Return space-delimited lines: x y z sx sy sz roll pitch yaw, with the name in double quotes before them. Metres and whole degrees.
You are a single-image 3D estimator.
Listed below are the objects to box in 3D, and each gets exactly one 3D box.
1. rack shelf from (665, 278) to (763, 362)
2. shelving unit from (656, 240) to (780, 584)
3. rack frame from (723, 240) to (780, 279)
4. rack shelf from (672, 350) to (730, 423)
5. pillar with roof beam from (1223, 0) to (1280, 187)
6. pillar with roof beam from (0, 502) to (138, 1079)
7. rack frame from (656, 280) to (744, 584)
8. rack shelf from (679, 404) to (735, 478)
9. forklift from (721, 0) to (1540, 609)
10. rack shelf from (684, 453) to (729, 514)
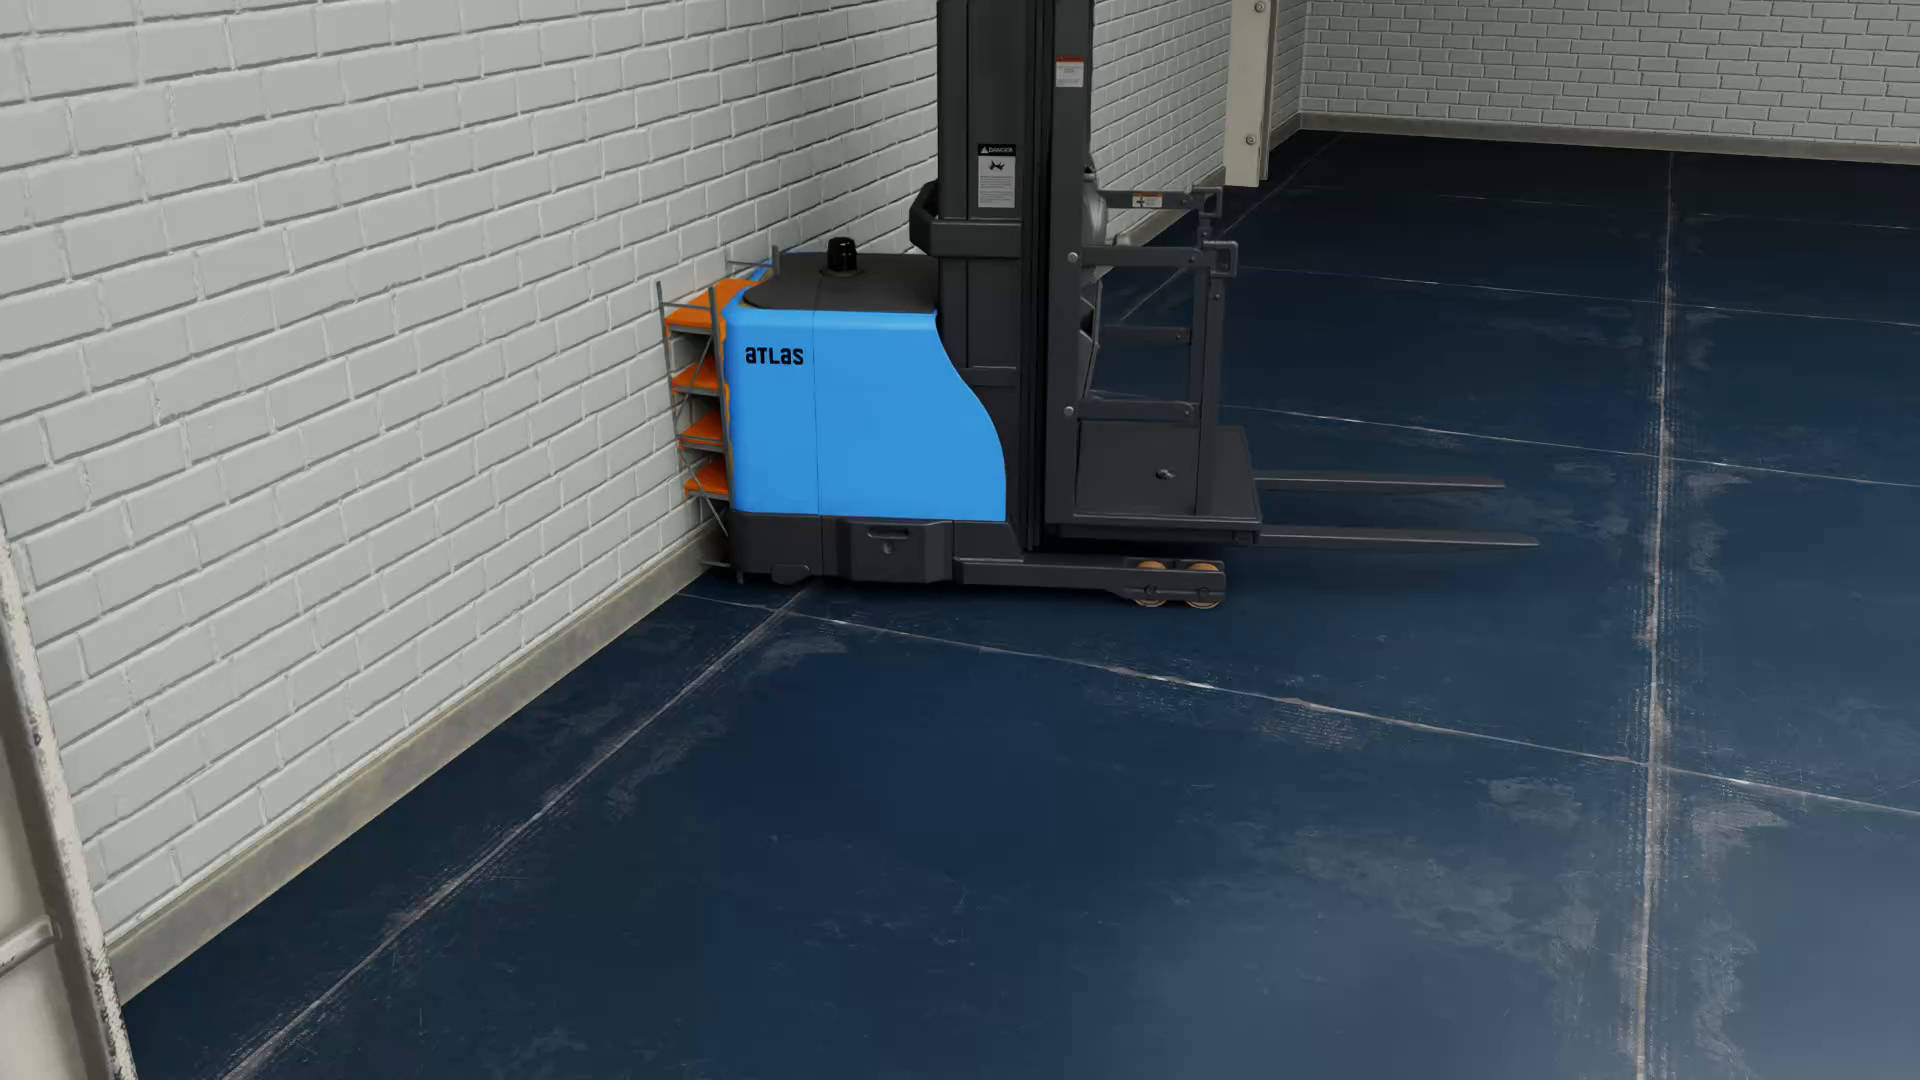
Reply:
"rack shelf" -0.877 -0.825 6.143 0.258 0.148 0.480 9 29 19
"shelving unit" -0.867 -0.477 6.325 0.258 1.200 0.503 9 29 19
"rack frame" -0.780 -0.584 6.526 0.240 1.200 0.015 9 29 19
"rack shelf" -0.871 -0.615 6.252 0.258 0.148 0.480 9 29 19
"pillar with roof beam" 6.379 -6.540 10.732 9.100 9.000 0.400 9 24 20
"pillar with roof beam" 1.922 -2.246 0.451 9.100 9.000 0.400 9 24 20
"rack frame" -0.955 -0.369 6.124 0.240 1.200 0.015 9 29 19
"rack shelf" -0.866 -0.417 6.356 0.258 0.148 0.480 9 29 19
"forklift" 0.665 -1.312 6.088 3.031 2.935 1.130 2 23 5
"rack shelf" -0.861 -0.241 6.448 0.258 0.148 0.480 9 29 19
